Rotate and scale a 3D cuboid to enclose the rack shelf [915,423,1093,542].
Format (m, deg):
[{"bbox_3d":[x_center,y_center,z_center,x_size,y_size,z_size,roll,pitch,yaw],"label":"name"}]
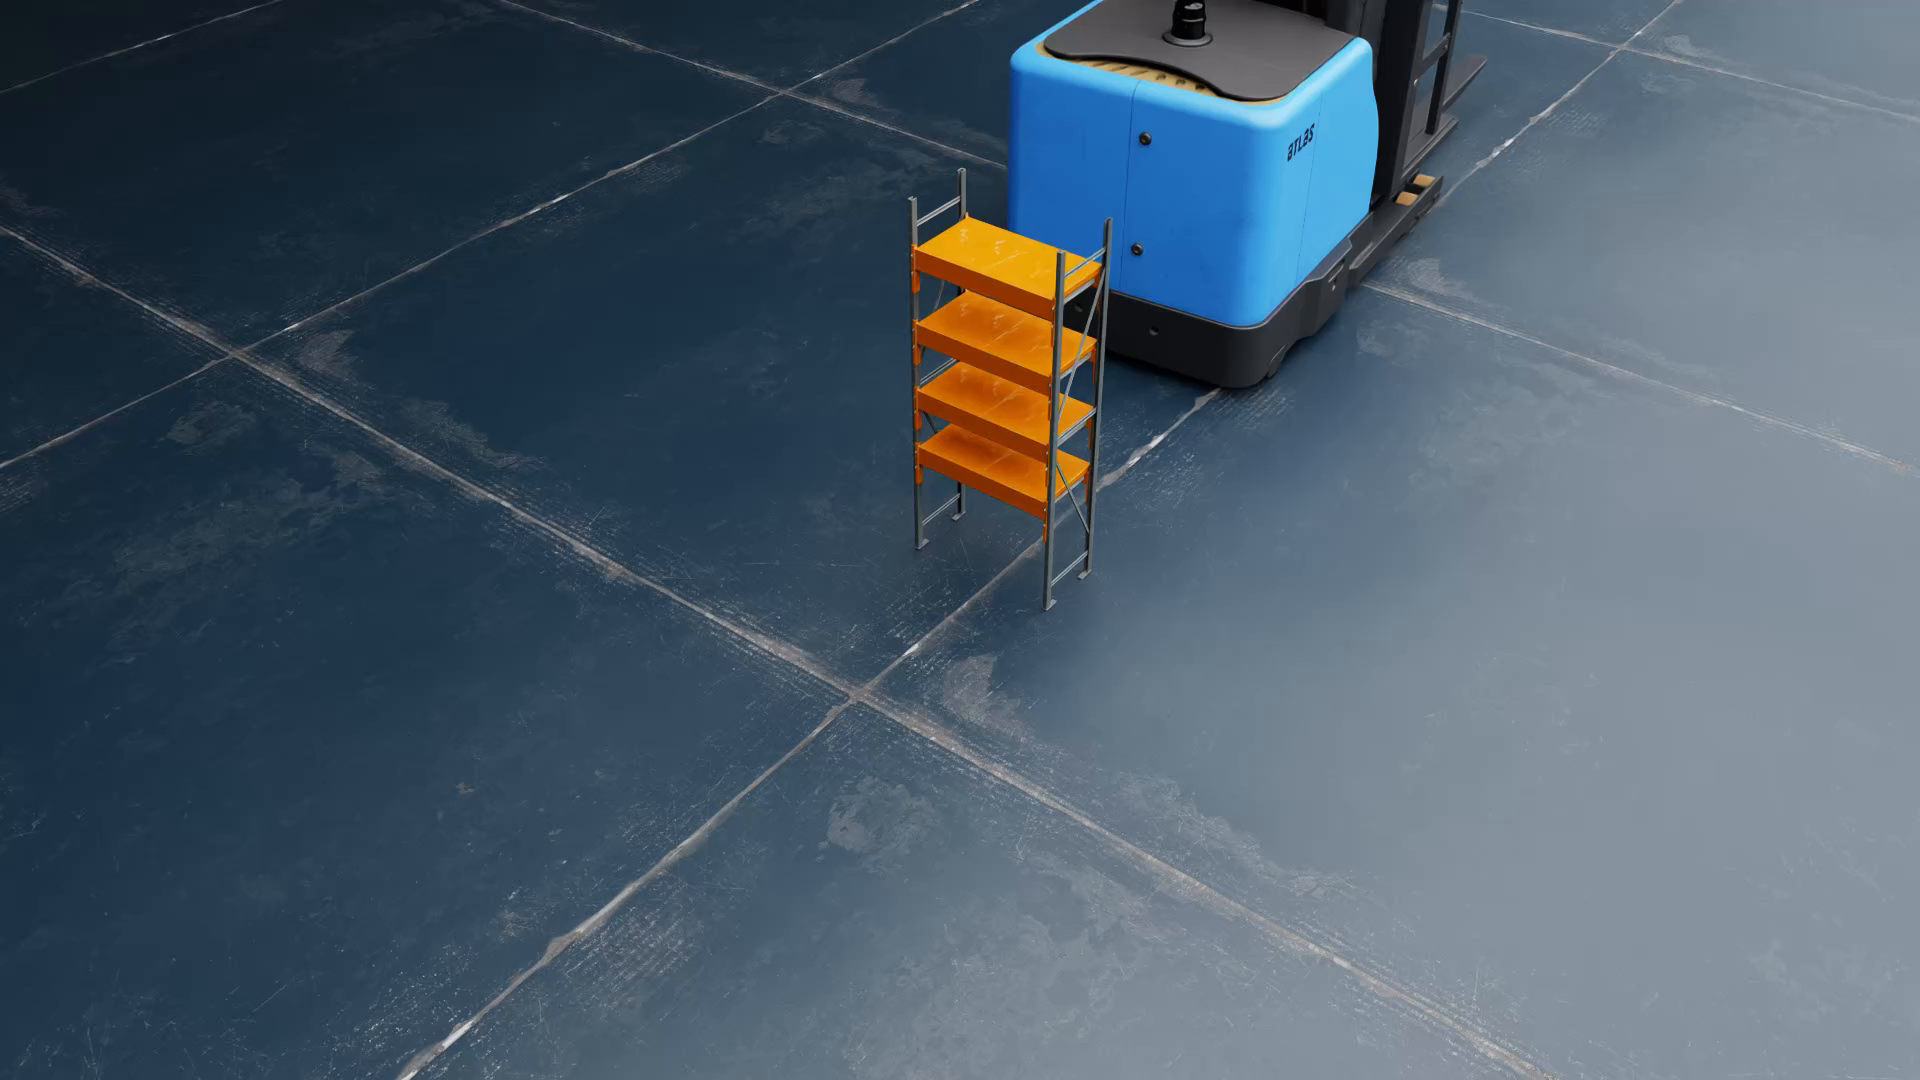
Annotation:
[{"bbox_3d":[0.131,-0.201,4.965,0.480,0.148,0.258,25,45,29],"label":"rack shelf"}]

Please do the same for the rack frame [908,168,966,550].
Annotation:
[{"bbox_3d":[-0.062,-0.502,4.918,0.015,1.200,0.240,25,45,29],"label":"rack frame"}]

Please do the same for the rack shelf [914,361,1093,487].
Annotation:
[{"bbox_3d":[0.131,-0.357,4.842,0.480,0.148,0.258,25,45,29],"label":"rack shelf"}]

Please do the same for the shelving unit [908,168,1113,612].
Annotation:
[{"bbox_3d":[0.131,-0.410,4.801,0.503,1.200,0.258,25,45,29],"label":"shelving unit"}]

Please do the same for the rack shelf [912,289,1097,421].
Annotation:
[{"bbox_3d":[0.131,-0.534,4.705,0.480,0.148,0.258,25,45,29],"label":"rack shelf"}]

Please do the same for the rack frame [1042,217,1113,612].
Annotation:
[{"bbox_3d":[0.325,-0.319,4.684,0.015,1.200,0.240,25,45,29],"label":"rack frame"}]

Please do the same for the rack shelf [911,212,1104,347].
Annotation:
[{"bbox_3d":[0.131,-0.720,4.559,0.480,0.148,0.258,25,45,29],"label":"rack shelf"}]

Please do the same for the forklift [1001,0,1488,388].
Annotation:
[{"bbox_3d":[1.369,-2.563,6.146,1.130,2.935,3.031,21,43,25],"label":"forklift"}]
